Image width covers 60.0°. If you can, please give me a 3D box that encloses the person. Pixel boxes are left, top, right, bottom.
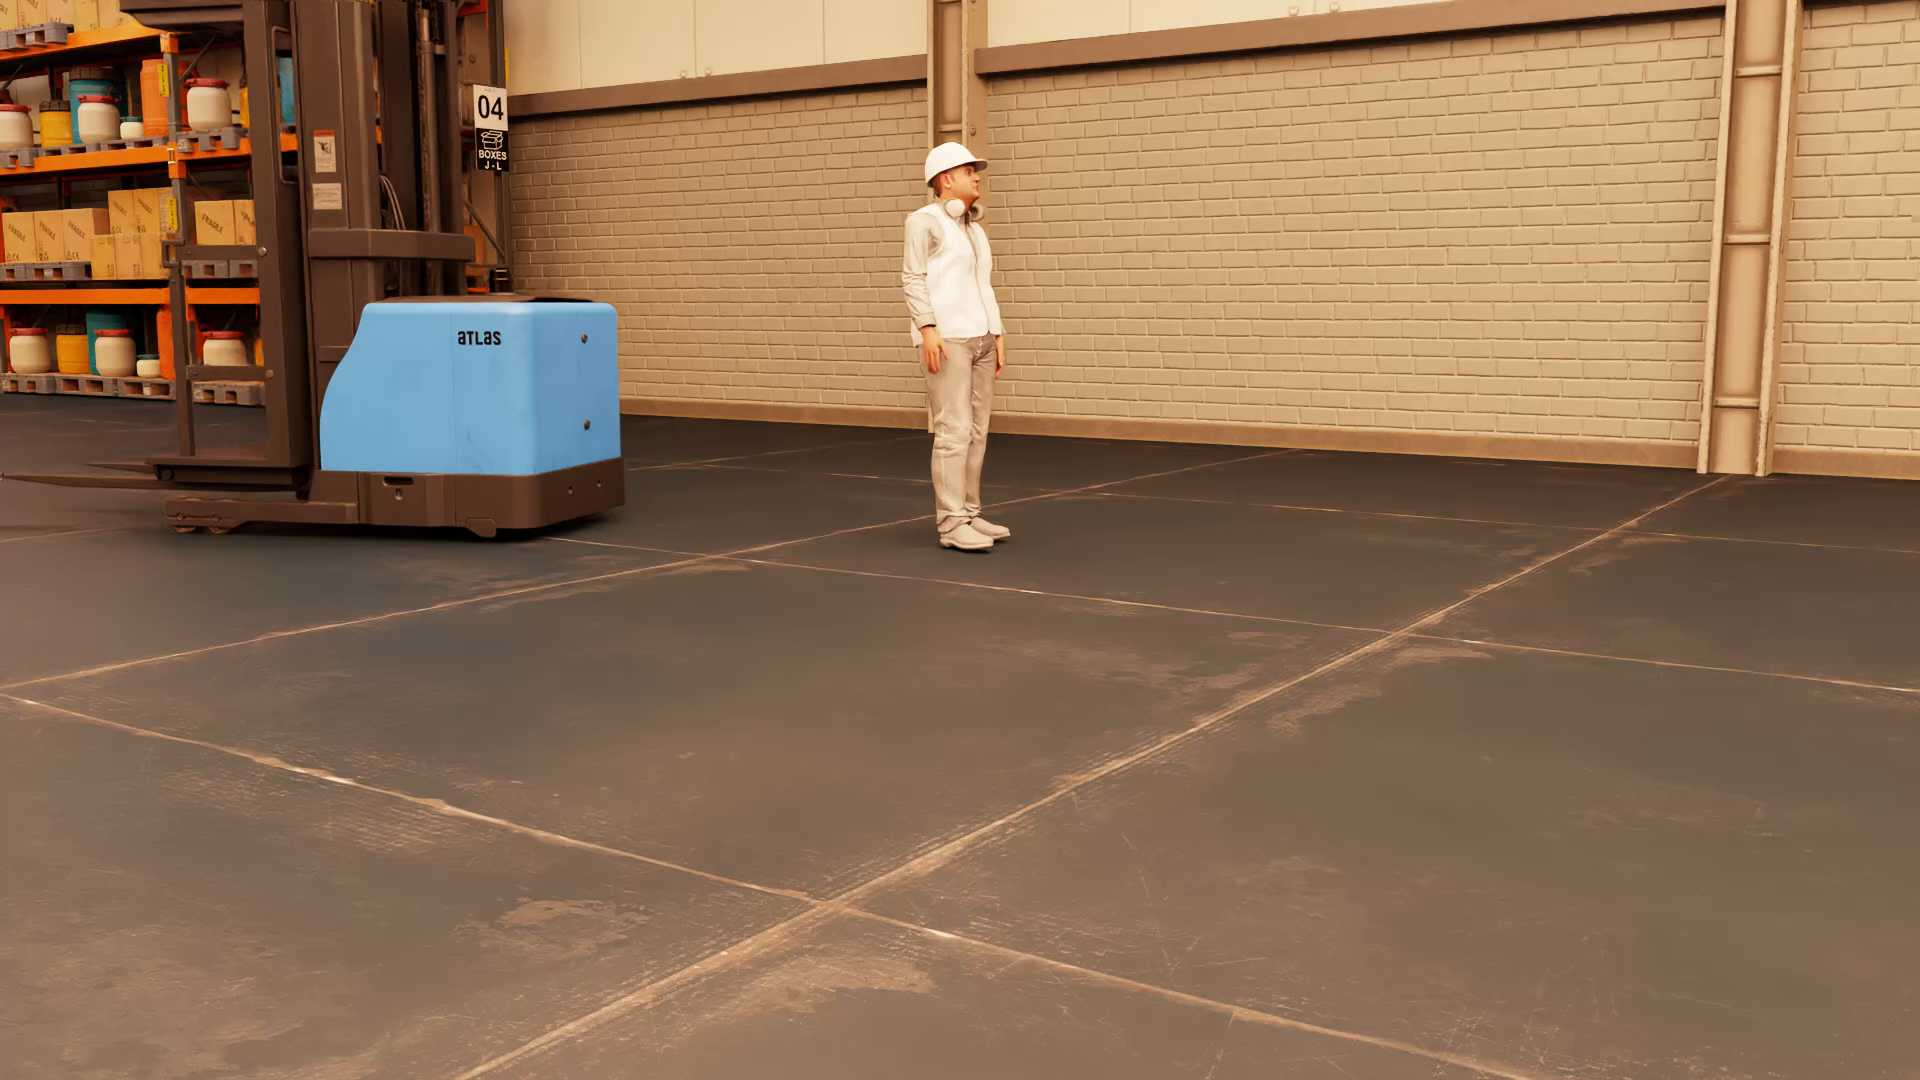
[{"bbox_3d":[0.048,-0.880,7.437,0.566,1.775,0.633,5,10,34],"label":"person"}]

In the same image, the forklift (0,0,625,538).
[{"bbox_3d":[-3.256,-1.547,8.074,3.031,2.935,1.130,2,8,13],"label":"forklift"}]
